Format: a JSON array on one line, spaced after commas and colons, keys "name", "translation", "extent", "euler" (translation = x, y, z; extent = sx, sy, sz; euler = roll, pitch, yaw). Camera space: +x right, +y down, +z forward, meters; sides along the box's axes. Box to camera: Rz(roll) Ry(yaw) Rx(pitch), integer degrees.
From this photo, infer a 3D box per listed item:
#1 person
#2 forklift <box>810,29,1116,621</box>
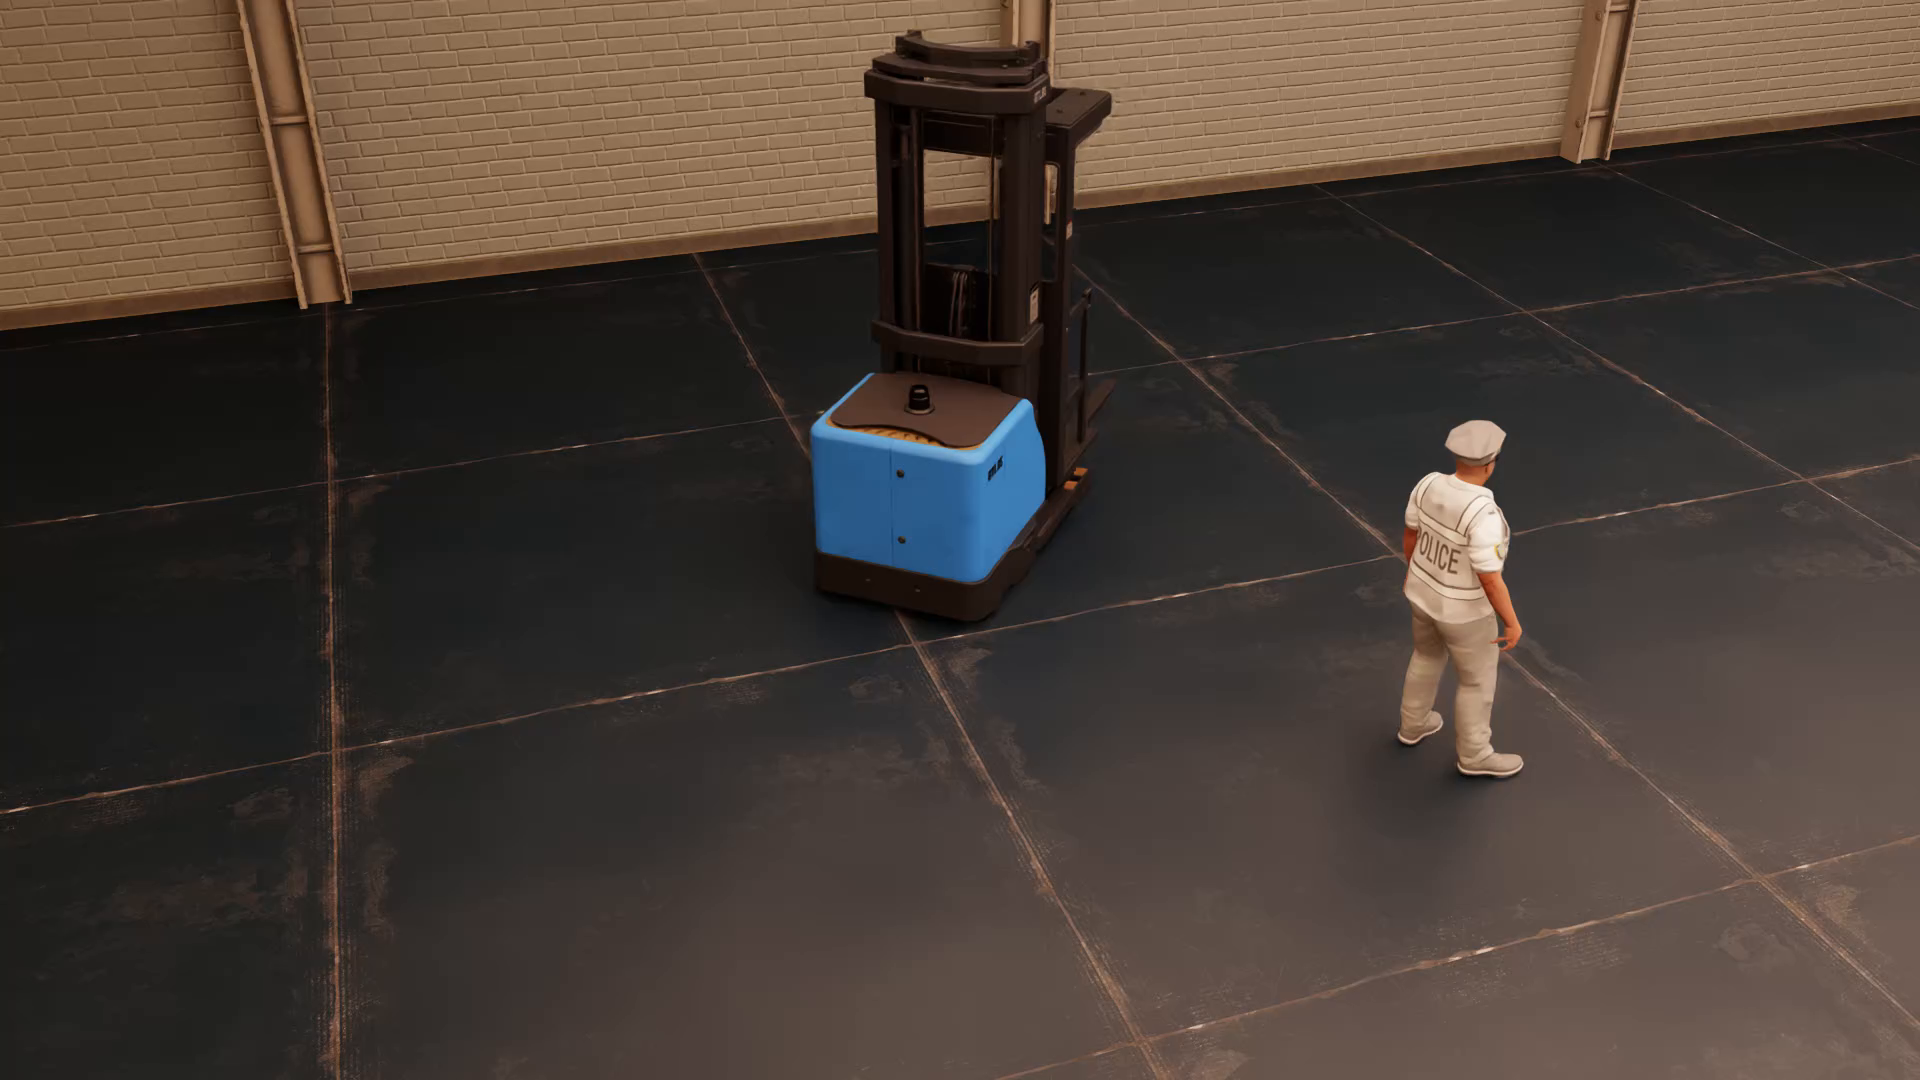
[{"name": "person", "translation": [2.378, 0.268, 7.790], "extent": [0.515, 1.786, 0.673], "euler": [-15, 33, -24]}, {"name": "forklift", "translation": [0.197, -1.544, 9.771], "extent": [1.130, 2.935, 3.031], "euler": [11, 32, 19]}]
